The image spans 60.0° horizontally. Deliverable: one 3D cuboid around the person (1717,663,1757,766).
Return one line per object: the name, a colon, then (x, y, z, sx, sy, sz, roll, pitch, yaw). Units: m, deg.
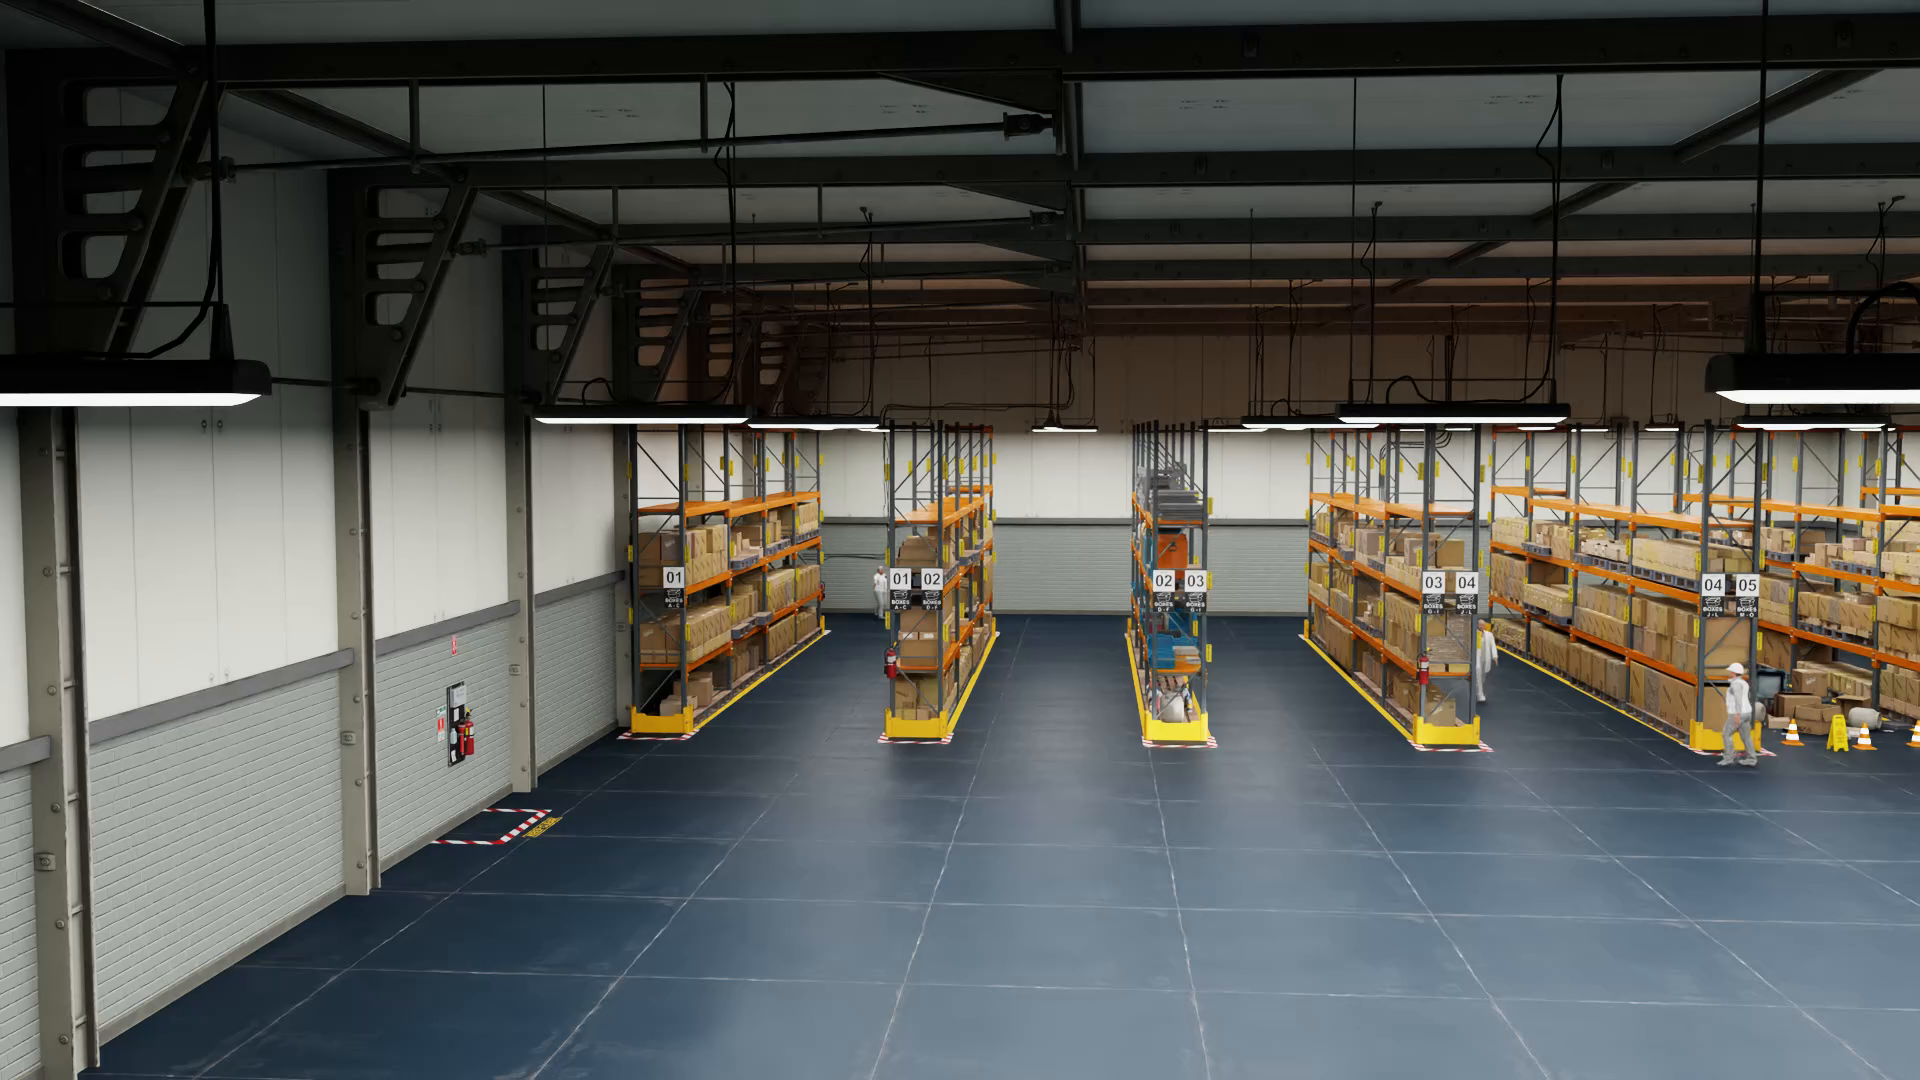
person: (13.514, 3.041, 28.792, 0.579, 1.809, 0.625, -3, 5, -40)

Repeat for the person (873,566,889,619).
person: (-2.479, 1.616, 51.716, 0.623, 1.632, 0.488, 3, 5, 43)

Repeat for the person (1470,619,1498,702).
person: (11.216, 2.576, 35.686, 0.595, 1.728, 1.094, 0, 4, 0)
